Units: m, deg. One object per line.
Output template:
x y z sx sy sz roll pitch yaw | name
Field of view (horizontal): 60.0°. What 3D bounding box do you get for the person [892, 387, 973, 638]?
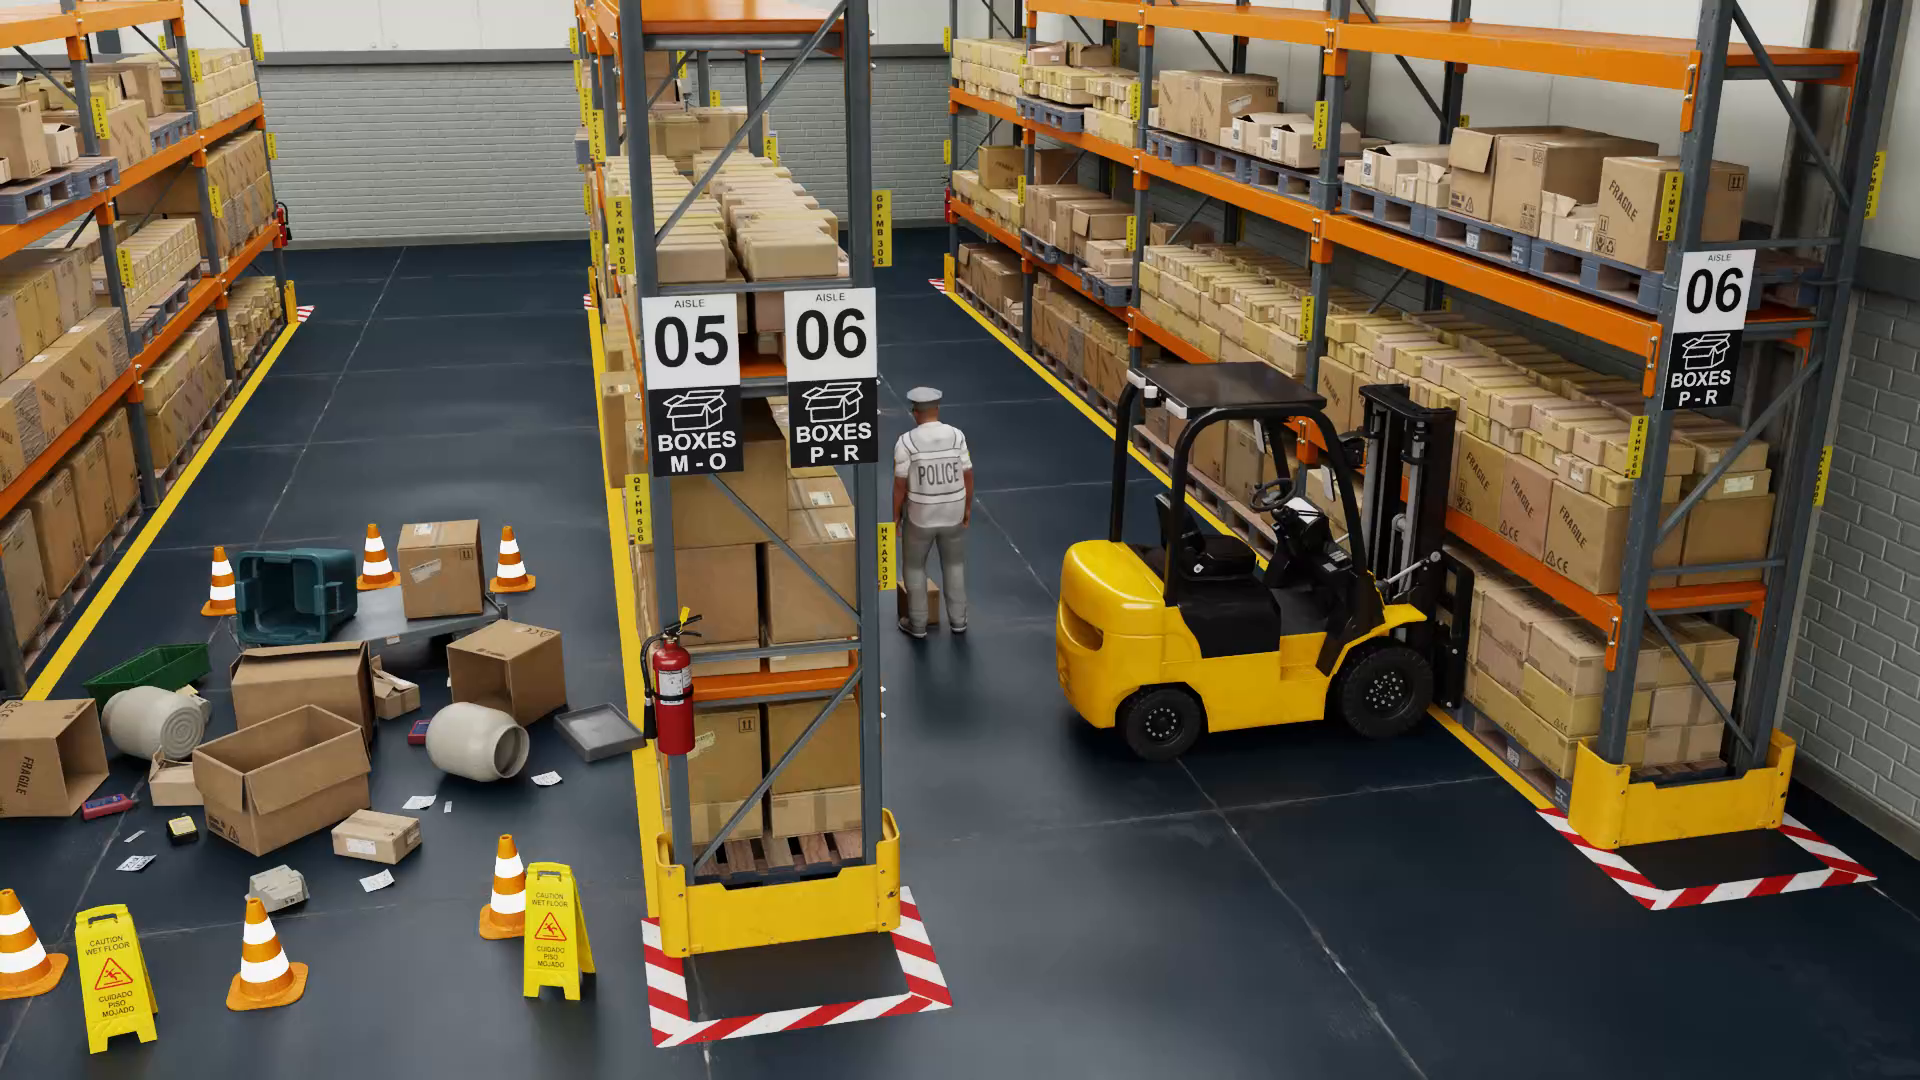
-0.190 -0.172 11.551 0.584 1.744 0.438 -6 20 -17 | person
